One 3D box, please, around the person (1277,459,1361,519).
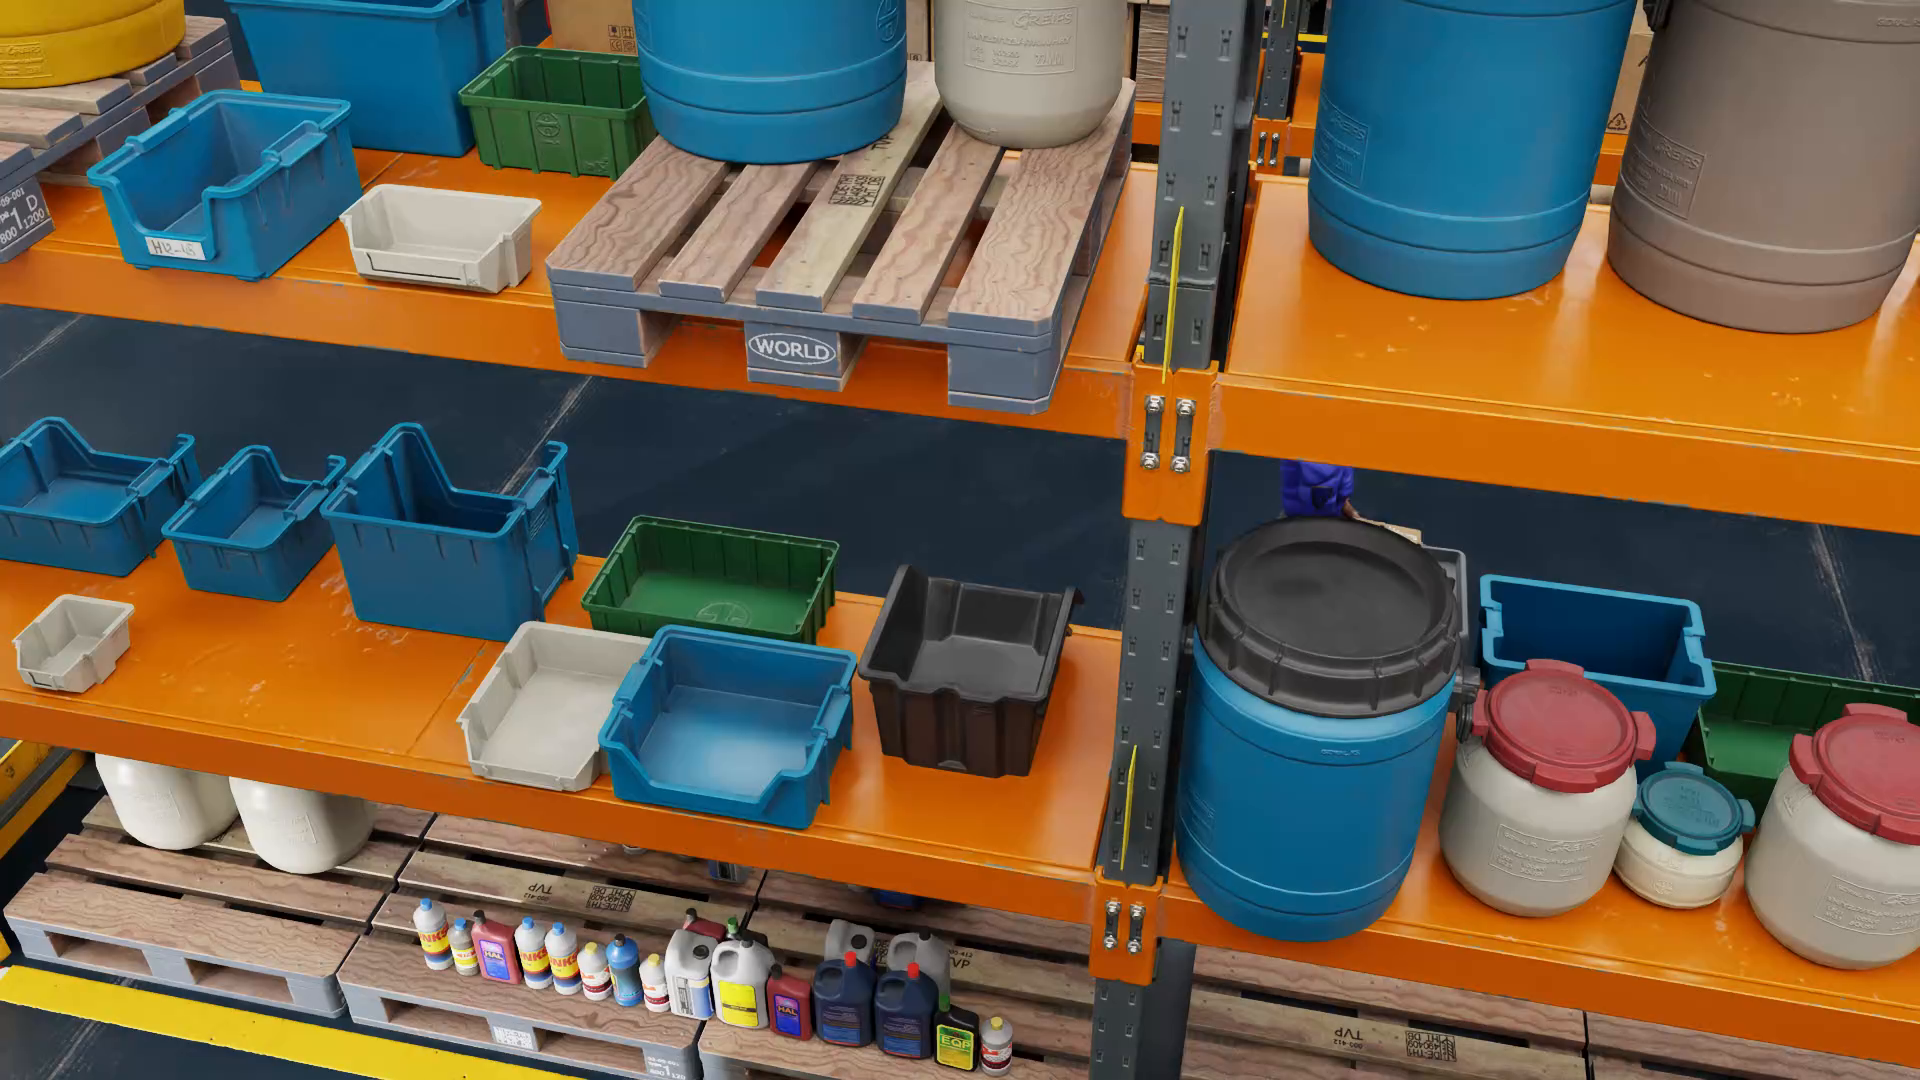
[{"bbox_3d":[1.320,0.057,6.071,0.405,1.663,0.478,7,37,9],"label":"person"}]
